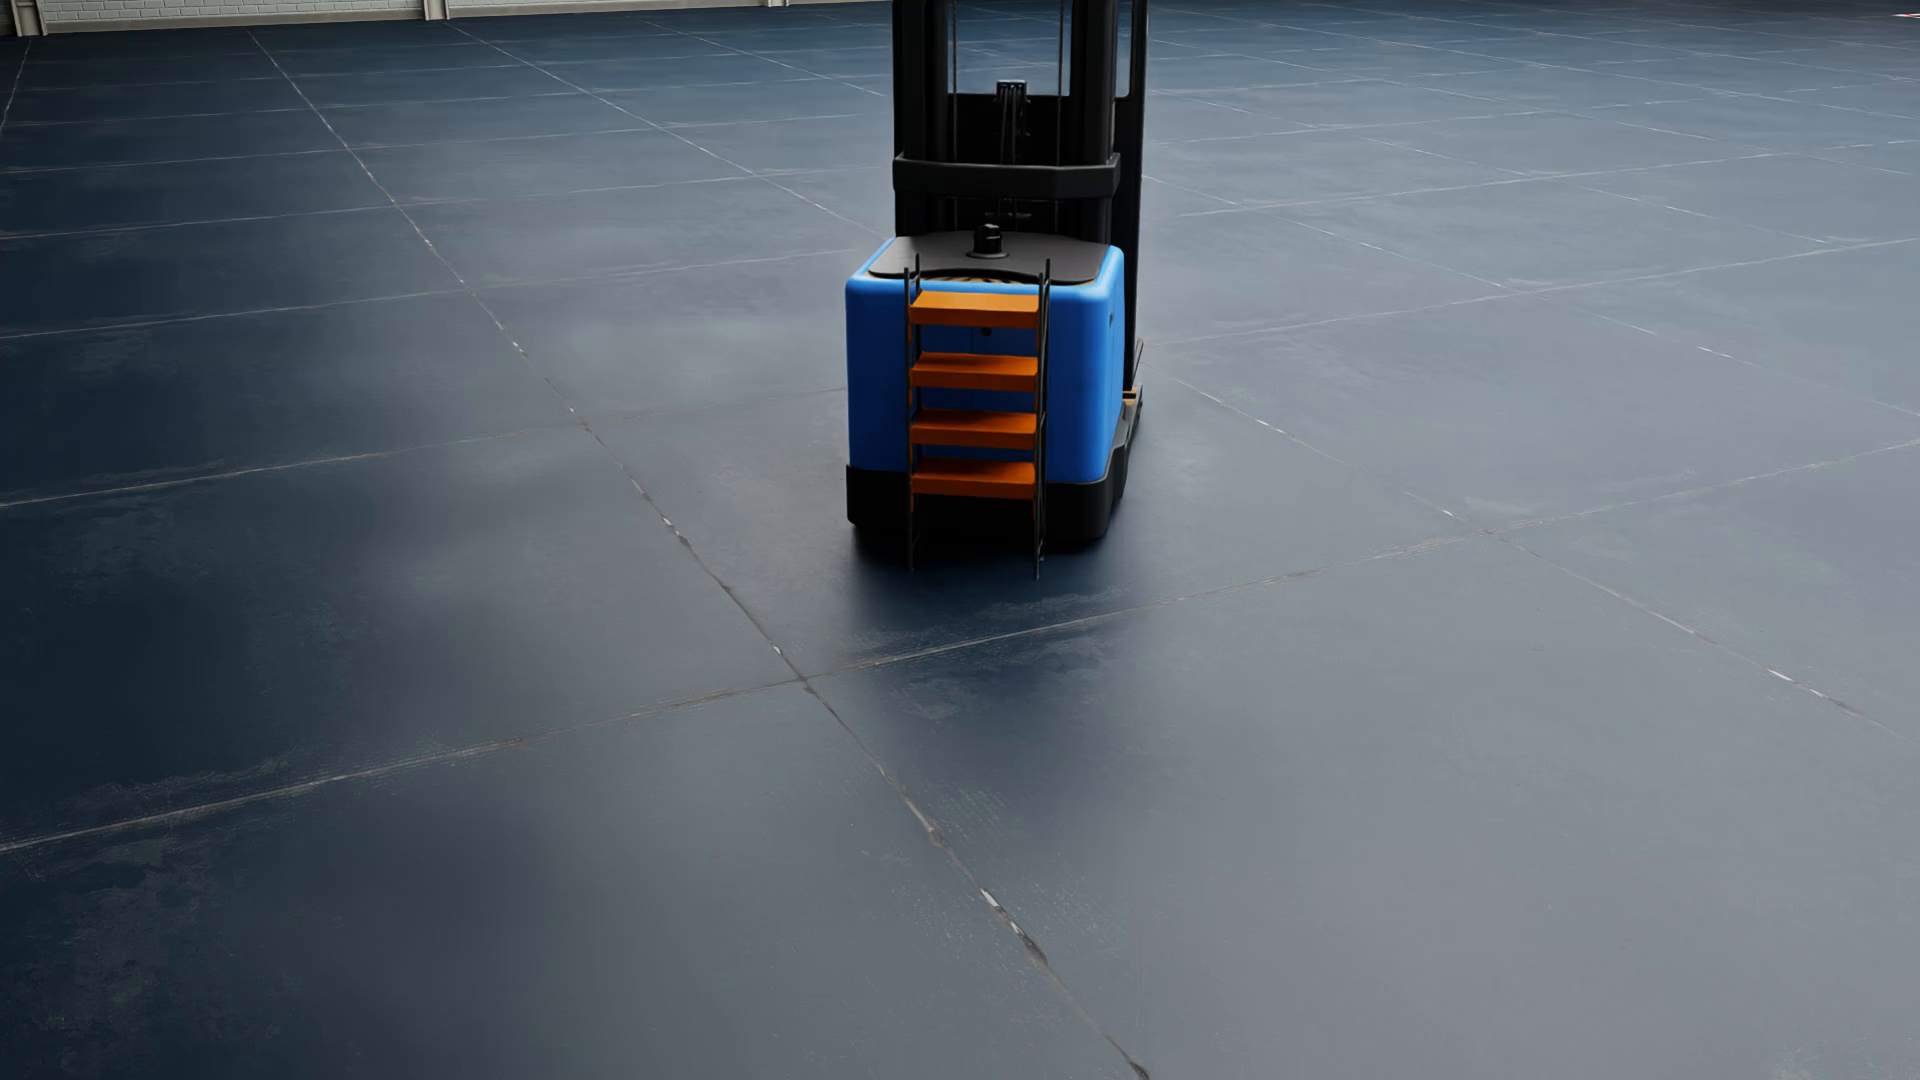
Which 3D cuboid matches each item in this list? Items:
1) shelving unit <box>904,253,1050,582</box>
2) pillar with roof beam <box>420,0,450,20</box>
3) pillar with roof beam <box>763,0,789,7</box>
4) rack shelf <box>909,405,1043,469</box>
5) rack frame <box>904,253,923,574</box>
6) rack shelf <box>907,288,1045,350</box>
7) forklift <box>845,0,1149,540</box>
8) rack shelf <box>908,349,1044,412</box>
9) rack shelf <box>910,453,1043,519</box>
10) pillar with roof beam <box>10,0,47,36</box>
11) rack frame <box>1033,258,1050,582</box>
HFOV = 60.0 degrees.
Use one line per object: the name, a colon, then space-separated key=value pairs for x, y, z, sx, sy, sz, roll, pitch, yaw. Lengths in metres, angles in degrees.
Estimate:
shelving unit: x=0.066 y=-0.455 z=6.280 sx=0.503 sy=1.200 sz=0.258 roll=4 pitch=23 yaw=8
pillar with roof beam: x=-6.883 y=-11.381 z=22.479 sx=0.400 sy=9.000 sz=9.100 roll=-10 pitch=25 yaw=-24
pillar with roof beam: x=-1.476 y=-12.376 z=24.883 sx=0.400 sy=9.000 sz=9.100 roll=-10 pitch=25 yaw=-24
rack shelf: x=0.066 y=-0.393 z=6.306 sx=0.480 sy=0.148 sz=0.258 roll=4 pitch=23 yaw=8
rack frame: x=-0.175 y=-0.470 z=6.316 sx=0.015 sy=1.200 sz=0.240 roll=4 pitch=23 yaw=8
rack shelf: x=0.066 y=-0.818 z=6.130 sx=0.480 sy=0.148 sz=0.258 roll=4 pitch=23 yaw=8
forklift: x=0.295 y=-1.883 z=7.468 sx=1.130 sy=2.935 sz=3.031 roll=4 pitch=23 yaw=9
rack shelf: x=0.066 y=-0.599 z=6.220 sx=0.480 sy=0.148 sz=0.258 roll=4 pitch=23 yaw=8
rack shelf: x=0.066 y=-0.209 z=6.382 sx=0.480 sy=0.148 sz=0.258 roll=4 pitch=23 yaw=8
pillar with roof beam: x=-12.289 y=-10.386 z=20.074 sx=0.400 sy=9.000 sz=9.100 roll=-10 pitch=25 yaw=-24
rack frame: x=0.307 y=-0.440 z=6.244 sx=0.015 sy=1.200 sz=0.240 roll=4 pitch=23 yaw=8
